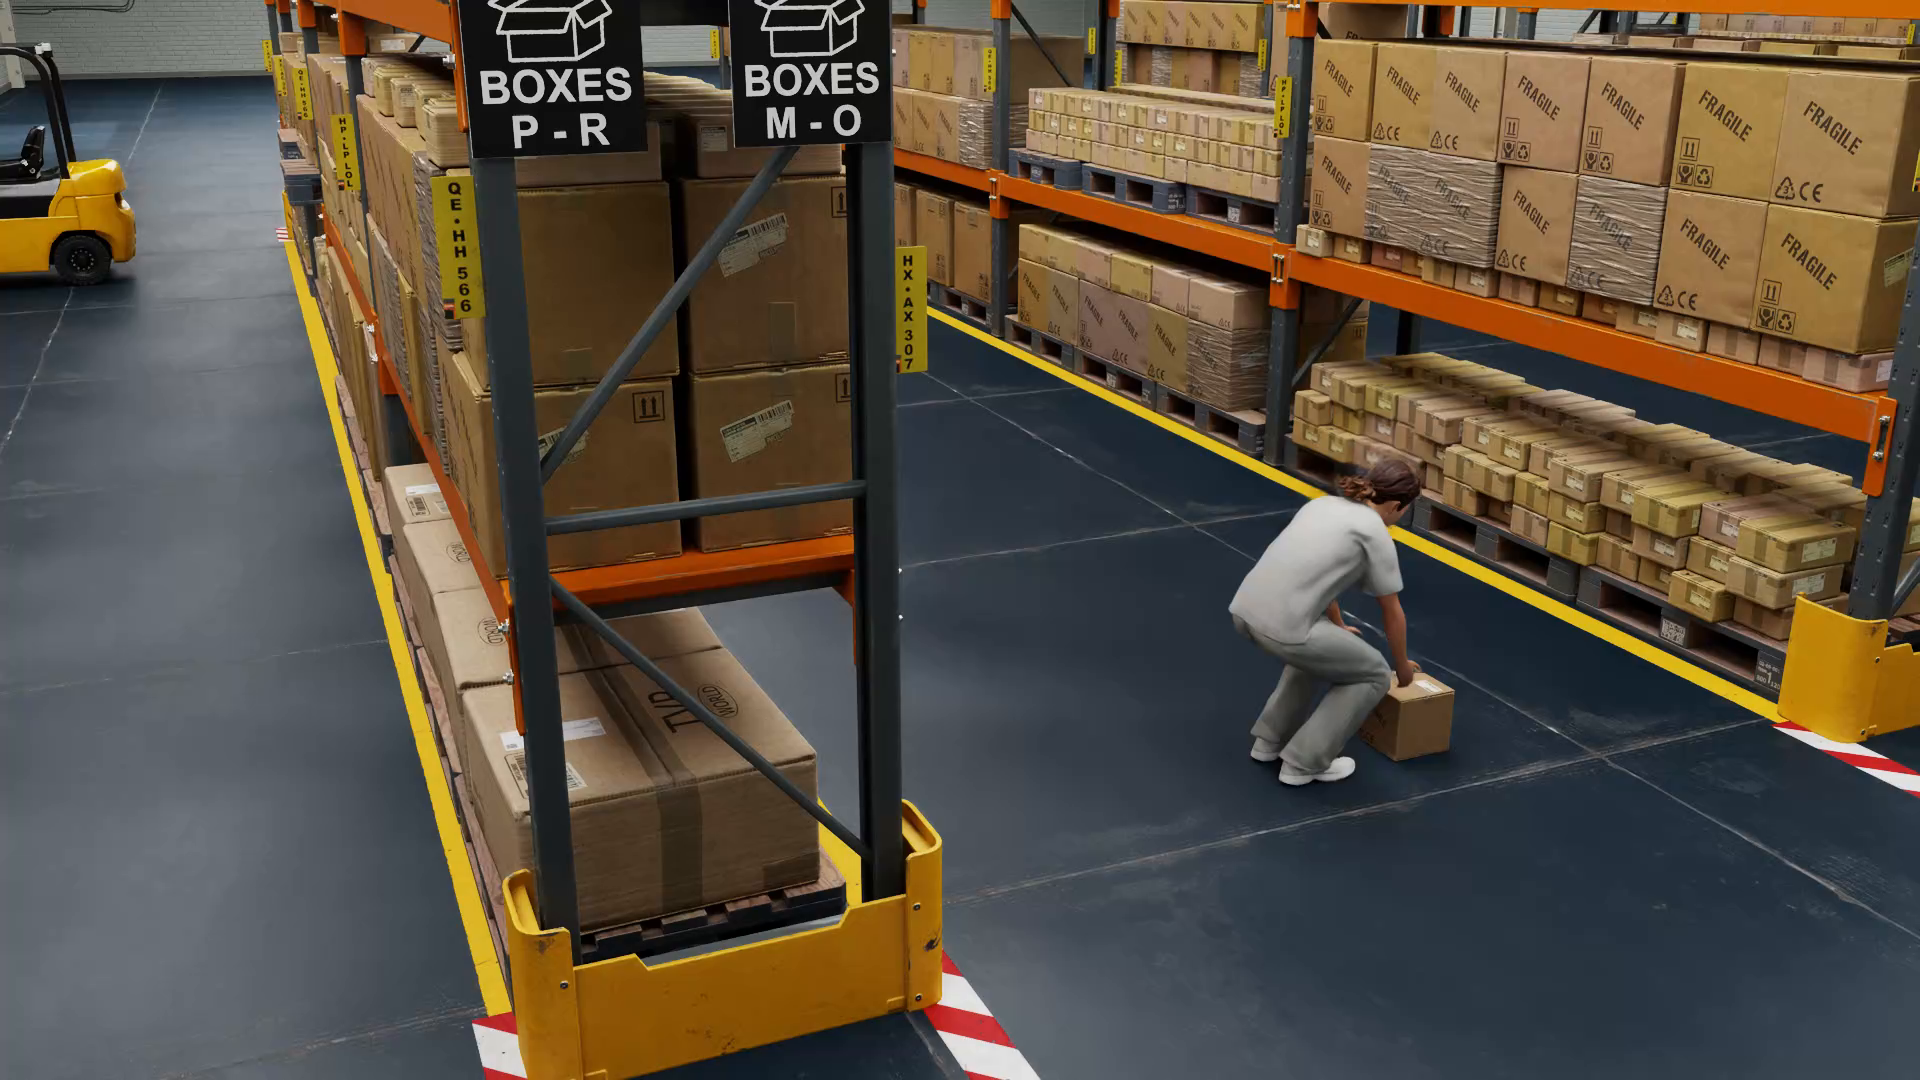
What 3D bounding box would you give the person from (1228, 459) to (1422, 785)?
[{"bbox_3d":[1.330,0.286,6.077,0.750,1.130,0.494,-8,20,-22],"label":"person"}]
